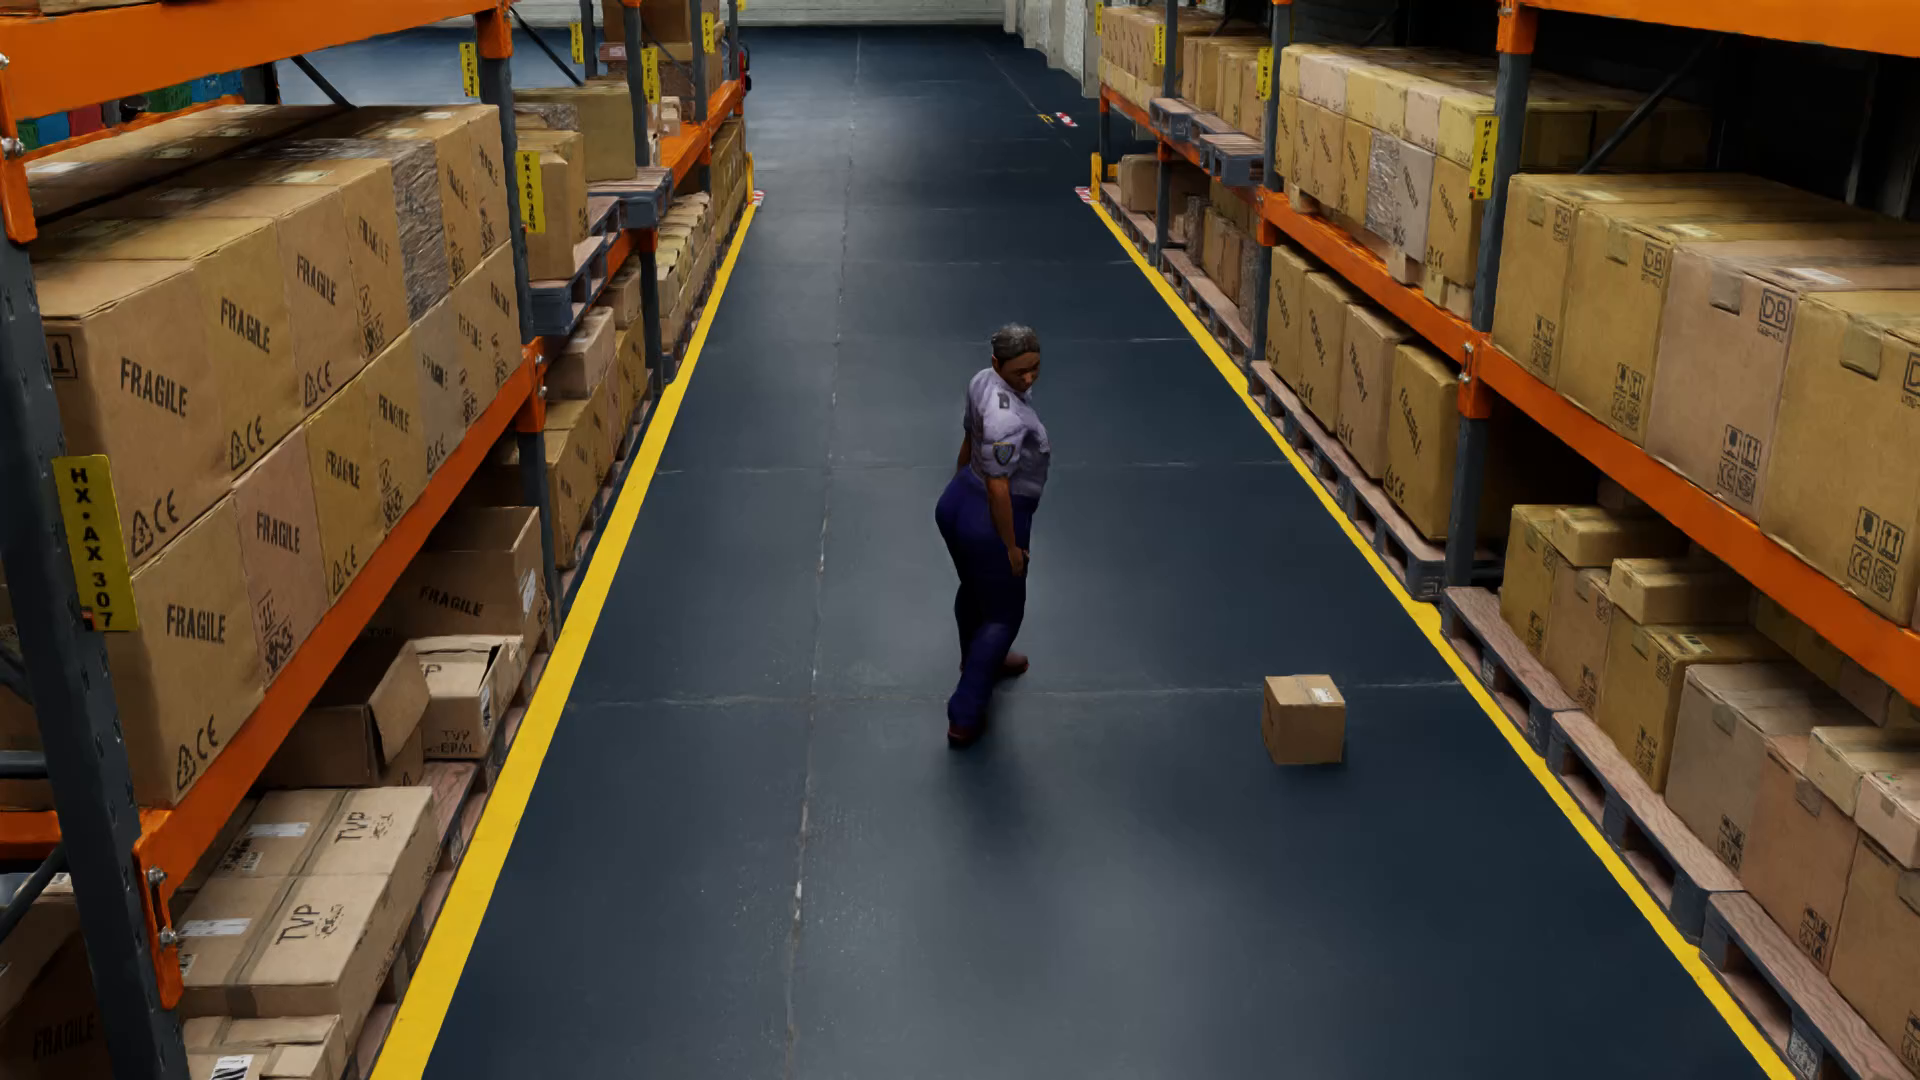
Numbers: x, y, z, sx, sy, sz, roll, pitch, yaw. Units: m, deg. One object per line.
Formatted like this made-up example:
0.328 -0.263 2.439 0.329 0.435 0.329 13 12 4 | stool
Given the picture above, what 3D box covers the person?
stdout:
0.125 -0.078 6.384 0.586 1.615 0.655 -9 22 -23 | person
